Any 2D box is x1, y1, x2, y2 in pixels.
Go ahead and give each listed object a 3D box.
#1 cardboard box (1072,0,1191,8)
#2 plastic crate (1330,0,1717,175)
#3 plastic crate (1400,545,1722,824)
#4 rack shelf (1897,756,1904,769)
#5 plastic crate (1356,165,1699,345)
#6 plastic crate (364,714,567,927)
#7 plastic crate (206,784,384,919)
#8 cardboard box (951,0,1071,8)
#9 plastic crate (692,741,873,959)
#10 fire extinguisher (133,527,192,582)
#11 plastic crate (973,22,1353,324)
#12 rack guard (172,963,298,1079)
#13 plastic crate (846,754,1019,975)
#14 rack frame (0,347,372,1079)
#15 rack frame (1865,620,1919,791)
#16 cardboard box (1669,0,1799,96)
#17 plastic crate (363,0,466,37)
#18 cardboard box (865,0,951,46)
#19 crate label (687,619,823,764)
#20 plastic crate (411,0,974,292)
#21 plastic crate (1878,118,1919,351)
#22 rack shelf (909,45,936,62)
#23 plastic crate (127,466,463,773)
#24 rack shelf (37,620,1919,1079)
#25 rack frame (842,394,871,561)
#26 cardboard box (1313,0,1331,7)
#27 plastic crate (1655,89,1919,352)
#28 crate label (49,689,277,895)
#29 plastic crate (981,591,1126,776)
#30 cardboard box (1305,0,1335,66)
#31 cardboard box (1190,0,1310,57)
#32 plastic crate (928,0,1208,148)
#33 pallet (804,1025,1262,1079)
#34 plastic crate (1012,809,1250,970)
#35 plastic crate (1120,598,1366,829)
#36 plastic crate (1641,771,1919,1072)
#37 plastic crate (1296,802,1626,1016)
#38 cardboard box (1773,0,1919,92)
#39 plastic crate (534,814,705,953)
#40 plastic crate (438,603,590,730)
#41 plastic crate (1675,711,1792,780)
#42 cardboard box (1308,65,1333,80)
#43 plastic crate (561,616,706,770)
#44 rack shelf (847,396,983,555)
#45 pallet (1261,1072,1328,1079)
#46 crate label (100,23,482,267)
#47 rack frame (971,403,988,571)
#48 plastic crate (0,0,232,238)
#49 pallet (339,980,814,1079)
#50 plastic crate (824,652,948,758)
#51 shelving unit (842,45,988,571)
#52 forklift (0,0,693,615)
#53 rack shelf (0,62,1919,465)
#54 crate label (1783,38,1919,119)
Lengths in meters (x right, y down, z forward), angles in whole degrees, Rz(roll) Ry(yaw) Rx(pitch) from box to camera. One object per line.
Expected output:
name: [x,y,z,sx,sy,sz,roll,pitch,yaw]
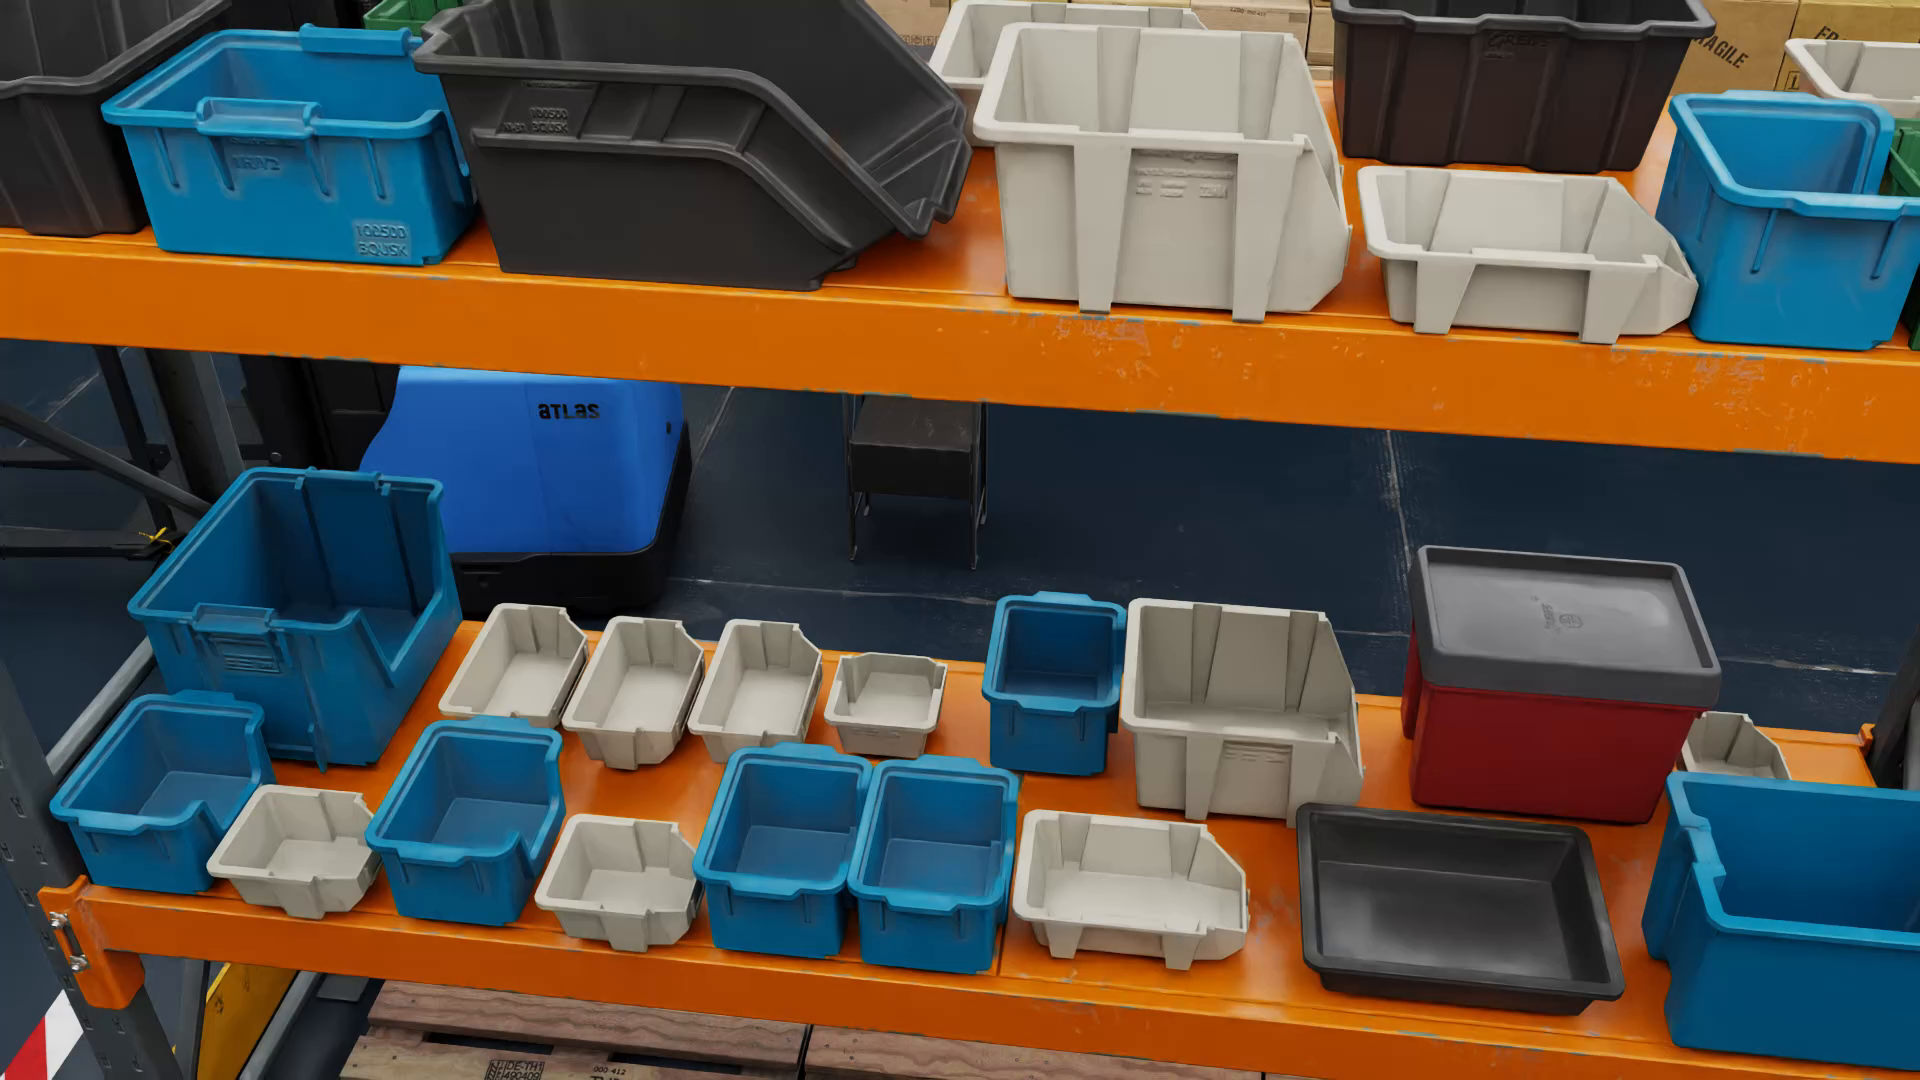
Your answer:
cardboard box: [0.751,-2.324,7.297,0.500,0.250,0.500,4,36,5]
plastic crate: [0.916,-0.832,2.864,0.590,0.269,0.497,4,36,6]
plastic crate: [1.259,0.324,3.607,0.583,0.464,0.402,4,36,6]
rack shelf: [4.097,1.026,3.349,4.000,0.370,1.077,4,36,6]
plastic crate: [0.803,-0.403,2.377,0.466,0.136,0.293,4,36,6]
plastic crate: [-0.999,0.590,3.434,0.300,0.233,0.416,4,36,6]
plastic crate: [-1.344,0.652,3.430,0.298,0.136,0.250,4,36,6]
cardboard box: [0.232,-2.359,7.347,0.500,0.250,0.500,3,36,4]
plastic crate: [-0.346,0.639,3.365,0.300,0.233,0.416,4,36,6]
fire extinguisher: [-1.946,0.200,4.276,0.183,0.674,0.296,4,36,6]
plastic crate: [0.305,-0.541,2.446,0.530,0.282,0.437,4,36,6]
rack guard: [-1.880,1.313,4.480,0.348,0.500,1.175,4,36,6]
plastic crate: [-0.048,0.661,3.334,0.300,0.233,0.416,4,36,6]
rack frame: [-1.854,0.290,3.762,0.127,3.000,1.000,4,36,6]
rack frame: [2.113,0.584,3.350,0.053,2.616,0.949,4,36,6]
cardboard box: [3.168,-2.131,7.068,0.500,0.500,0.500,4,36,6]
plastic crate: [-0.840,-0.937,3.081,0.336,0.188,0.450,4,36,6]
cardboard box: [-0.265,-2.399,7.402,0.500,0.250,0.500,4,36,5]
crate label: [-0.458,0.365,3.832,0.243,0.136,0.396,4,36,6]
plastic crate: [-0.374,-0.635,2.529,0.767,0.338,0.504,4,36,6]
plastic crate: [1.654,-0.406,2.338,0.662,0.188,0.450,4,36,6]
rack shelf: [-0.164,-1.426,5.758,0.480,0.518,0.431,4,36,6]
plastic crate: [-1.499,0.168,3.851,0.499,0.435,0.616,4,36,6]
rack shelf: [0.129,0.730,3.764,4.000,0.370,1.077,4,36,6]
rack frame: [-0.406,-0.885,6.183,0.015,2.100,0.400,4,36,6]
cardboard box: [1.757,-2.553,6.973,0.500,0.500,0.500,5,36,6]
plastic crate: [1.169,-0.451,2.361,0.300,0.233,0.416,4,36,6]
crate label: [-1.651,0.541,3.502,0.303,0.233,0.416,4,36,6]
plastic crate: [0.215,0.337,3.787,0.300,0.233,0.416,4,36,6]
cardboard box: [1.759,-2.247,7.189,0.500,0.250,0.500,5,36,7]
cardboard box: [1.253,-2.284,7.242,0.500,0.250,0.500,5,36,7]
plastic crate: [0.227,-0.814,2.954,0.530,0.136,0.437,4,36,6]
pallet: [0.165,1.600,4.327,1.213,0.211,1.003,4,36,6]
plastic crate: [0.348,0.713,3.345,0.466,0.136,0.293,4,36,6]
plastic crate: [0.622,0.390,3.672,0.530,0.282,0.437,4,36,6]
plastic crate: [1.606,0.730,3.108,0.575,0.384,0.392,4,36,6]
plastic crate: [0.969,0.745,3.309,0.590,0.125,0.437,4,36,6]
cardboard box: [3.667,-2.094,7.016,0.500,0.500,0.500,4,36,6]
plastic crate: [-0.671,0.702,3.360,0.298,0.136,0.250,4,36,6]
plastic crate: [-1.023,0.328,3.883,0.243,0.136,0.396,4,36,6]
plastic crate: [1.670,0.552,3.570,0.243,0.136,0.396,4,36,6]
cardboard box: [1.635,-2.057,7.266,0.250,0.149,0.380,5,36,7]
plastic crate: [-0.737,0.358,3.841,0.243,0.136,0.396,4,36,6]
rack shelf: [-0.164,-0.286,6.572,0.480,0.518,0.431,4,36,6]
pallet: [1.379,1.688,4.202,1.213,0.211,1.003,4,36,6]
crate label: [-0.980,-0.616,2.577,0.502,0.251,0.408,4,36,6]
rack frame: [0.078,-0.849,6.132,0.015,2.100,0.400,4,36,6]
plastic crate: [-1.508,-0.689,2.664,0.590,0.269,0.497,4,36,6]
pallet: [-1.041,1.508,4.455,1.213,0.211,1.003,4,36,6]
plastic crate: [-0.162,0.376,3.816,0.250,0.136,0.298,4,36,6]
shelving unit: [-0.164,-0.867,6.157,0.503,2.100,0.431,4,36,6]
forklift: [-2.647,-1.188,5.891,3.031,2.935,1.130,0,36,0]
rack shelf: [0.129,-0.491,2.892,4.000,0.370,1.077,4,36,6]
crate label: [1.664,-0.731,2.837,0.466,0.136,0.293,4,36,6]
